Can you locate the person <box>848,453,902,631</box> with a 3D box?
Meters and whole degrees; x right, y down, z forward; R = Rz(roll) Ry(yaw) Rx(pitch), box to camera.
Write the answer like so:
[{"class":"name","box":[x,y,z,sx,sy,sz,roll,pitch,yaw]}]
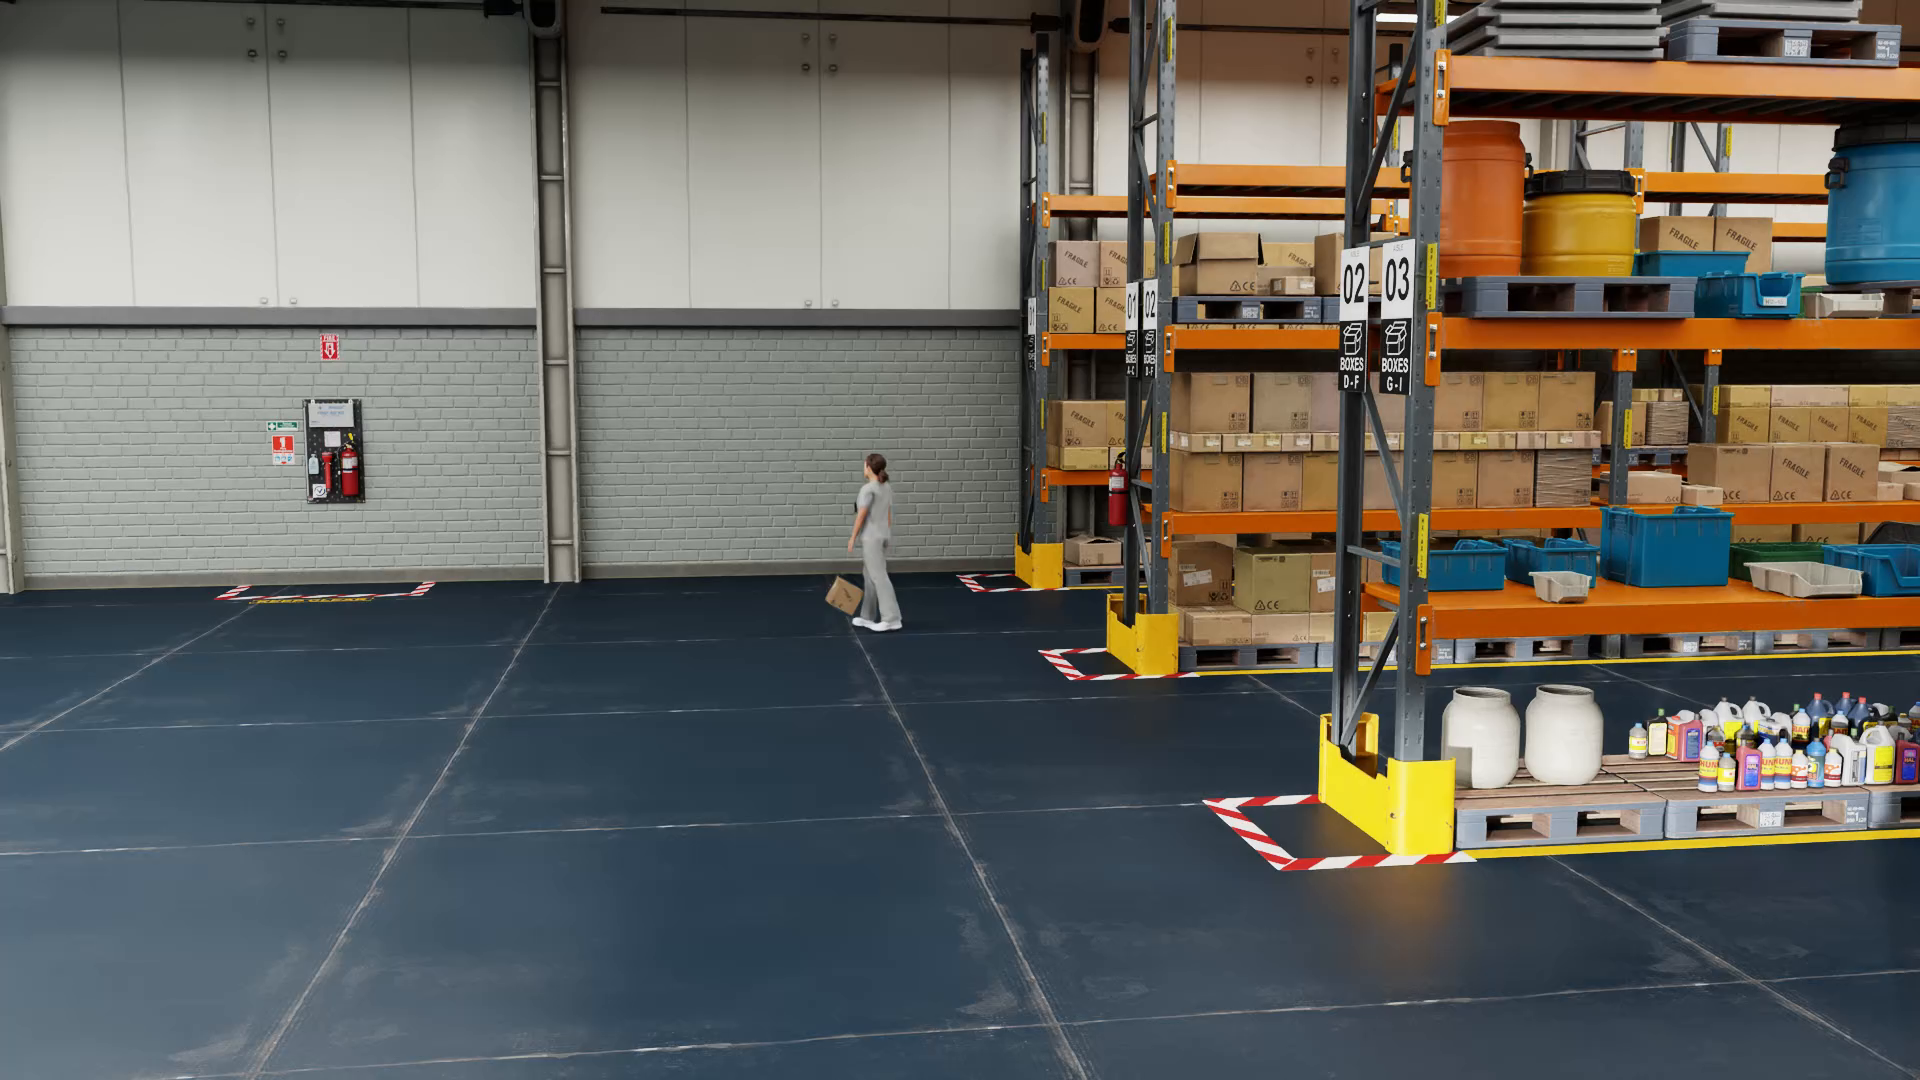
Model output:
[{"class":"person","box":[-0.798,0.012,15.723,0.643,1.666,0.541,3,7,27]}]
